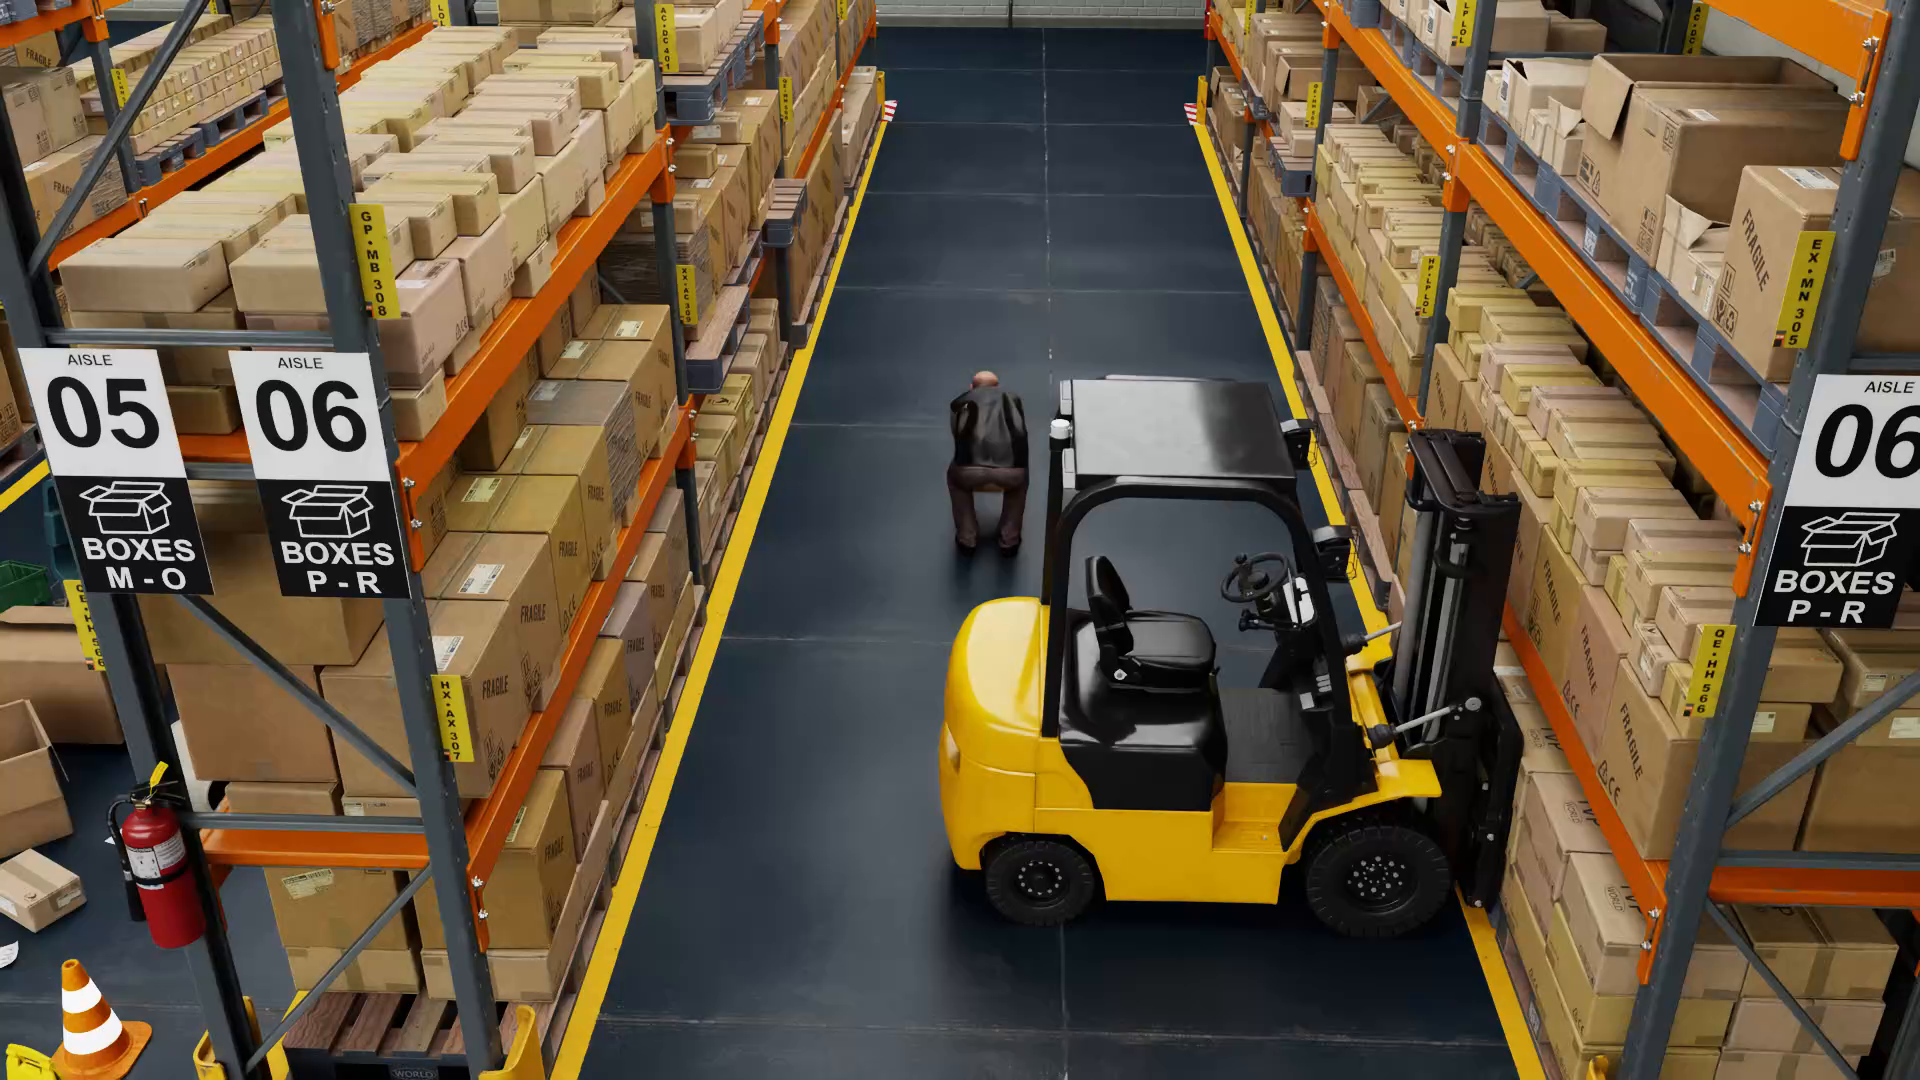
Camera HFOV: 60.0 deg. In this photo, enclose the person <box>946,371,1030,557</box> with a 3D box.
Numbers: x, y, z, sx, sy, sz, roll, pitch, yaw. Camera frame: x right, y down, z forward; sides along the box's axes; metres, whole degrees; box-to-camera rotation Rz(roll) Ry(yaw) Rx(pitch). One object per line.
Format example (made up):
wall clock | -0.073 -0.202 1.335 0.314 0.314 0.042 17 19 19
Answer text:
person | 0.175 -0.462 10.333 0.520 0.969 0.938 0 28 0
